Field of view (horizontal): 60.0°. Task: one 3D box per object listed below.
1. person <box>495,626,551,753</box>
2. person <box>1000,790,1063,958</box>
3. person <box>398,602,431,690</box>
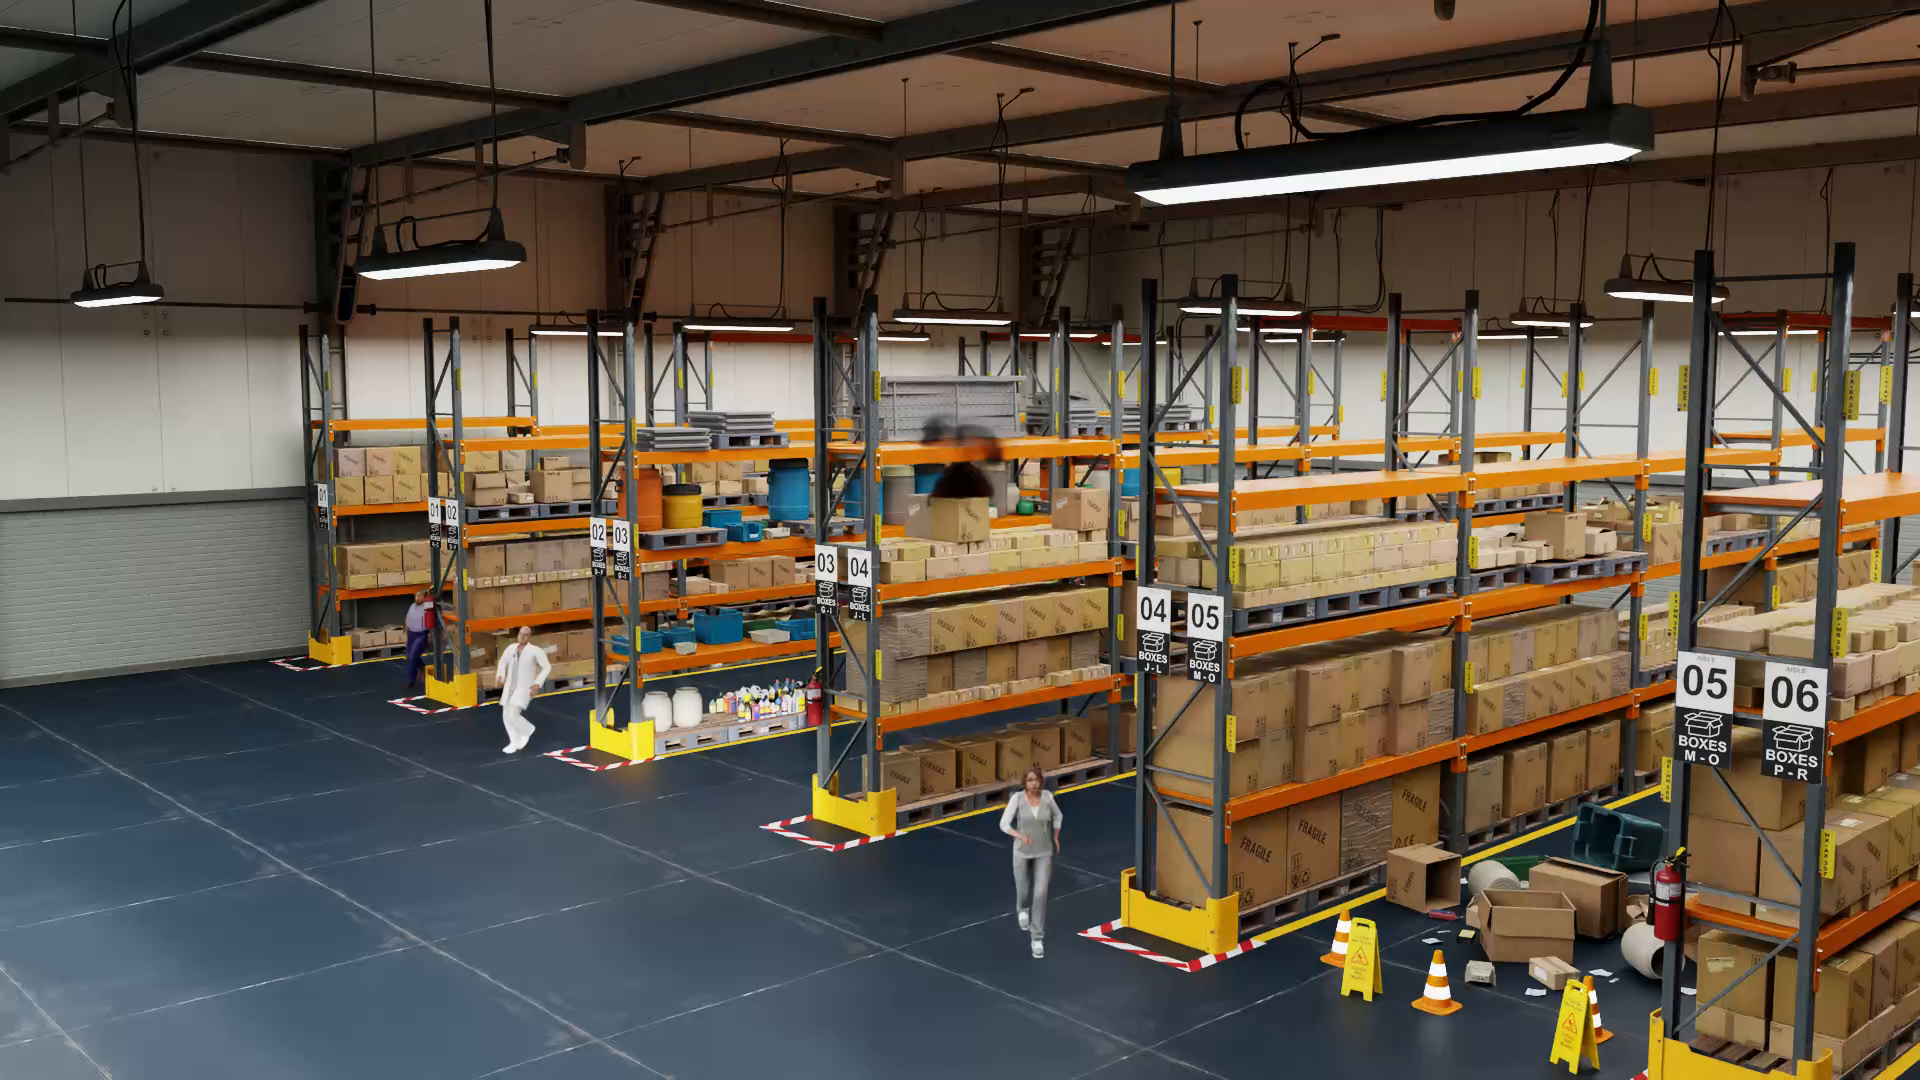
[{"bbox_3d":[-5.962,2.035,22.559,0.785,1.732,0.541,2,6,21],"label":"person"},{"bbox_3d":[0.622,2.845,14.430,0.560,1.382,0.725,0,6,-4],"label":"person"},{"bbox_3d":[-8.845,1.706,27.309,0.678,1.446,0.798,3,6,24],"label":"person"}]
